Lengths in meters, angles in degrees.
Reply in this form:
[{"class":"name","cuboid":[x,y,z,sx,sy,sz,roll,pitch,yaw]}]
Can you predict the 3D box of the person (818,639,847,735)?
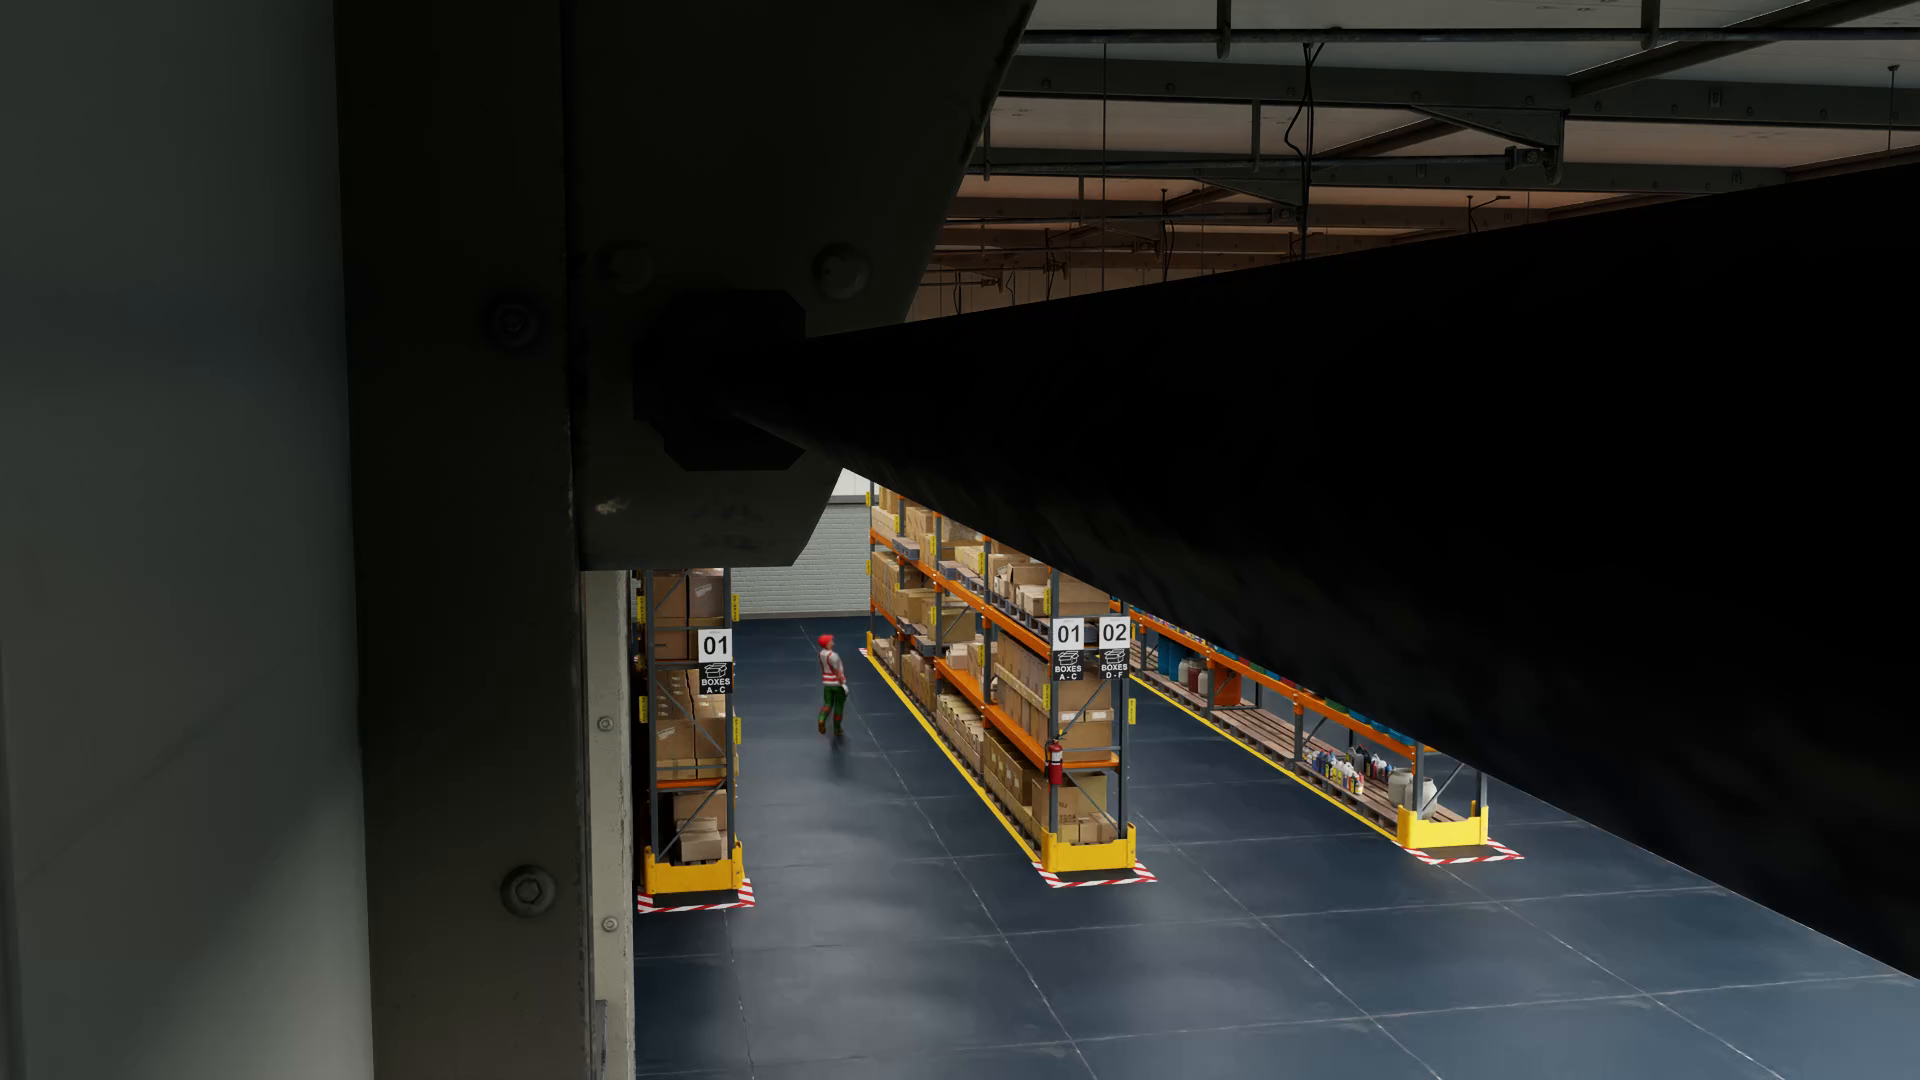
[{"class":"person","cuboid":[-2.197,2.503,28.426,0.530,1.711,0.668,3,7,25]}]
